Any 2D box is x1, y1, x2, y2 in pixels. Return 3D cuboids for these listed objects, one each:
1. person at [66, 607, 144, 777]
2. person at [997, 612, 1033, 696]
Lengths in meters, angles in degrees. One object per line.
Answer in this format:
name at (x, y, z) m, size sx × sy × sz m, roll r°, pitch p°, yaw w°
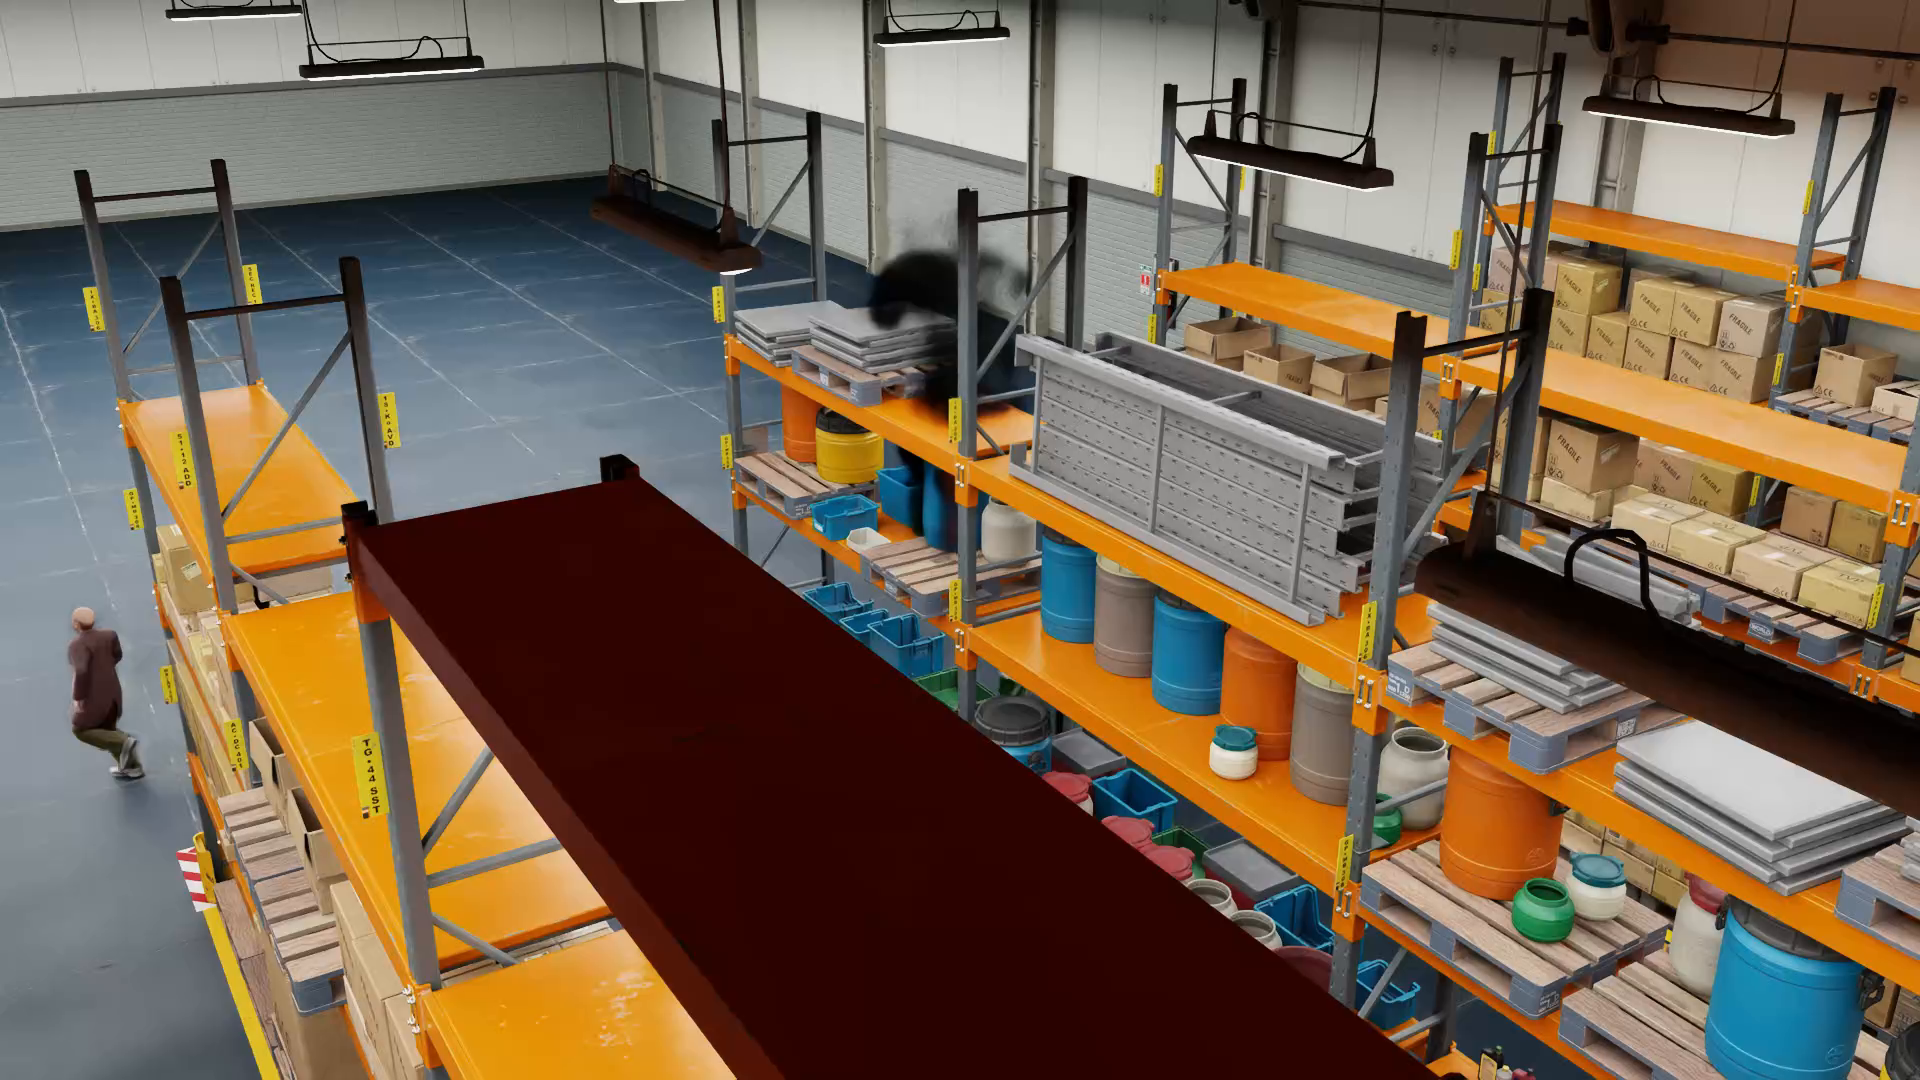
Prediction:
person at (-8.036, 1.445, 15.489) m, size 0.699 × 1.743 × 0.734 m, roll 5°, pitch 22°, yaw 13°
person at (0.527, 1.252, 15.872) m, size 0.689 × 1.775 × 0.641 m, roll 20°, pitch 29°, yaw 41°
